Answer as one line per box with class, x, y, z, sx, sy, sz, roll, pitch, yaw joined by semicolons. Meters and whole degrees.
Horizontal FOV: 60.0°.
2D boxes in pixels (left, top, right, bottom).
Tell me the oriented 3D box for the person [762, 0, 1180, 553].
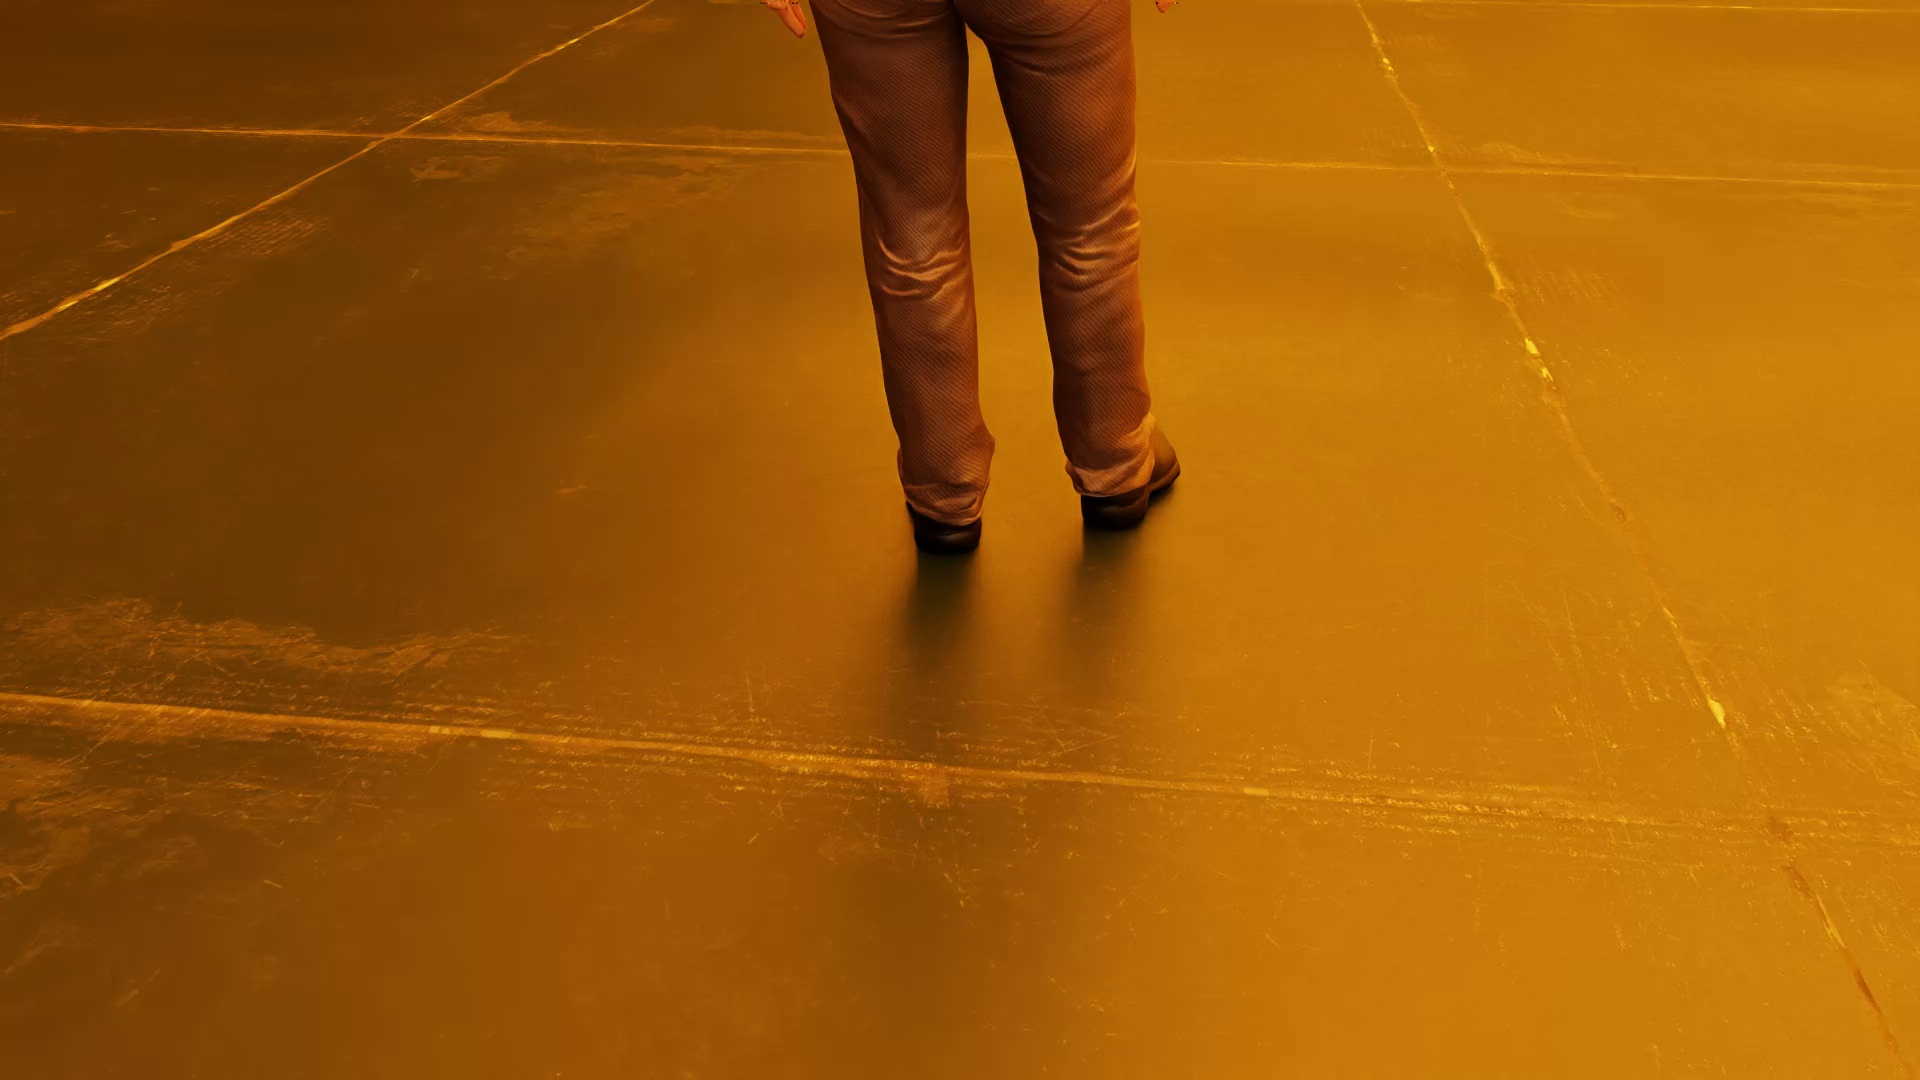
person;0.016;-0.804;2.168;0.633;1.722;0.566;3;27;7
